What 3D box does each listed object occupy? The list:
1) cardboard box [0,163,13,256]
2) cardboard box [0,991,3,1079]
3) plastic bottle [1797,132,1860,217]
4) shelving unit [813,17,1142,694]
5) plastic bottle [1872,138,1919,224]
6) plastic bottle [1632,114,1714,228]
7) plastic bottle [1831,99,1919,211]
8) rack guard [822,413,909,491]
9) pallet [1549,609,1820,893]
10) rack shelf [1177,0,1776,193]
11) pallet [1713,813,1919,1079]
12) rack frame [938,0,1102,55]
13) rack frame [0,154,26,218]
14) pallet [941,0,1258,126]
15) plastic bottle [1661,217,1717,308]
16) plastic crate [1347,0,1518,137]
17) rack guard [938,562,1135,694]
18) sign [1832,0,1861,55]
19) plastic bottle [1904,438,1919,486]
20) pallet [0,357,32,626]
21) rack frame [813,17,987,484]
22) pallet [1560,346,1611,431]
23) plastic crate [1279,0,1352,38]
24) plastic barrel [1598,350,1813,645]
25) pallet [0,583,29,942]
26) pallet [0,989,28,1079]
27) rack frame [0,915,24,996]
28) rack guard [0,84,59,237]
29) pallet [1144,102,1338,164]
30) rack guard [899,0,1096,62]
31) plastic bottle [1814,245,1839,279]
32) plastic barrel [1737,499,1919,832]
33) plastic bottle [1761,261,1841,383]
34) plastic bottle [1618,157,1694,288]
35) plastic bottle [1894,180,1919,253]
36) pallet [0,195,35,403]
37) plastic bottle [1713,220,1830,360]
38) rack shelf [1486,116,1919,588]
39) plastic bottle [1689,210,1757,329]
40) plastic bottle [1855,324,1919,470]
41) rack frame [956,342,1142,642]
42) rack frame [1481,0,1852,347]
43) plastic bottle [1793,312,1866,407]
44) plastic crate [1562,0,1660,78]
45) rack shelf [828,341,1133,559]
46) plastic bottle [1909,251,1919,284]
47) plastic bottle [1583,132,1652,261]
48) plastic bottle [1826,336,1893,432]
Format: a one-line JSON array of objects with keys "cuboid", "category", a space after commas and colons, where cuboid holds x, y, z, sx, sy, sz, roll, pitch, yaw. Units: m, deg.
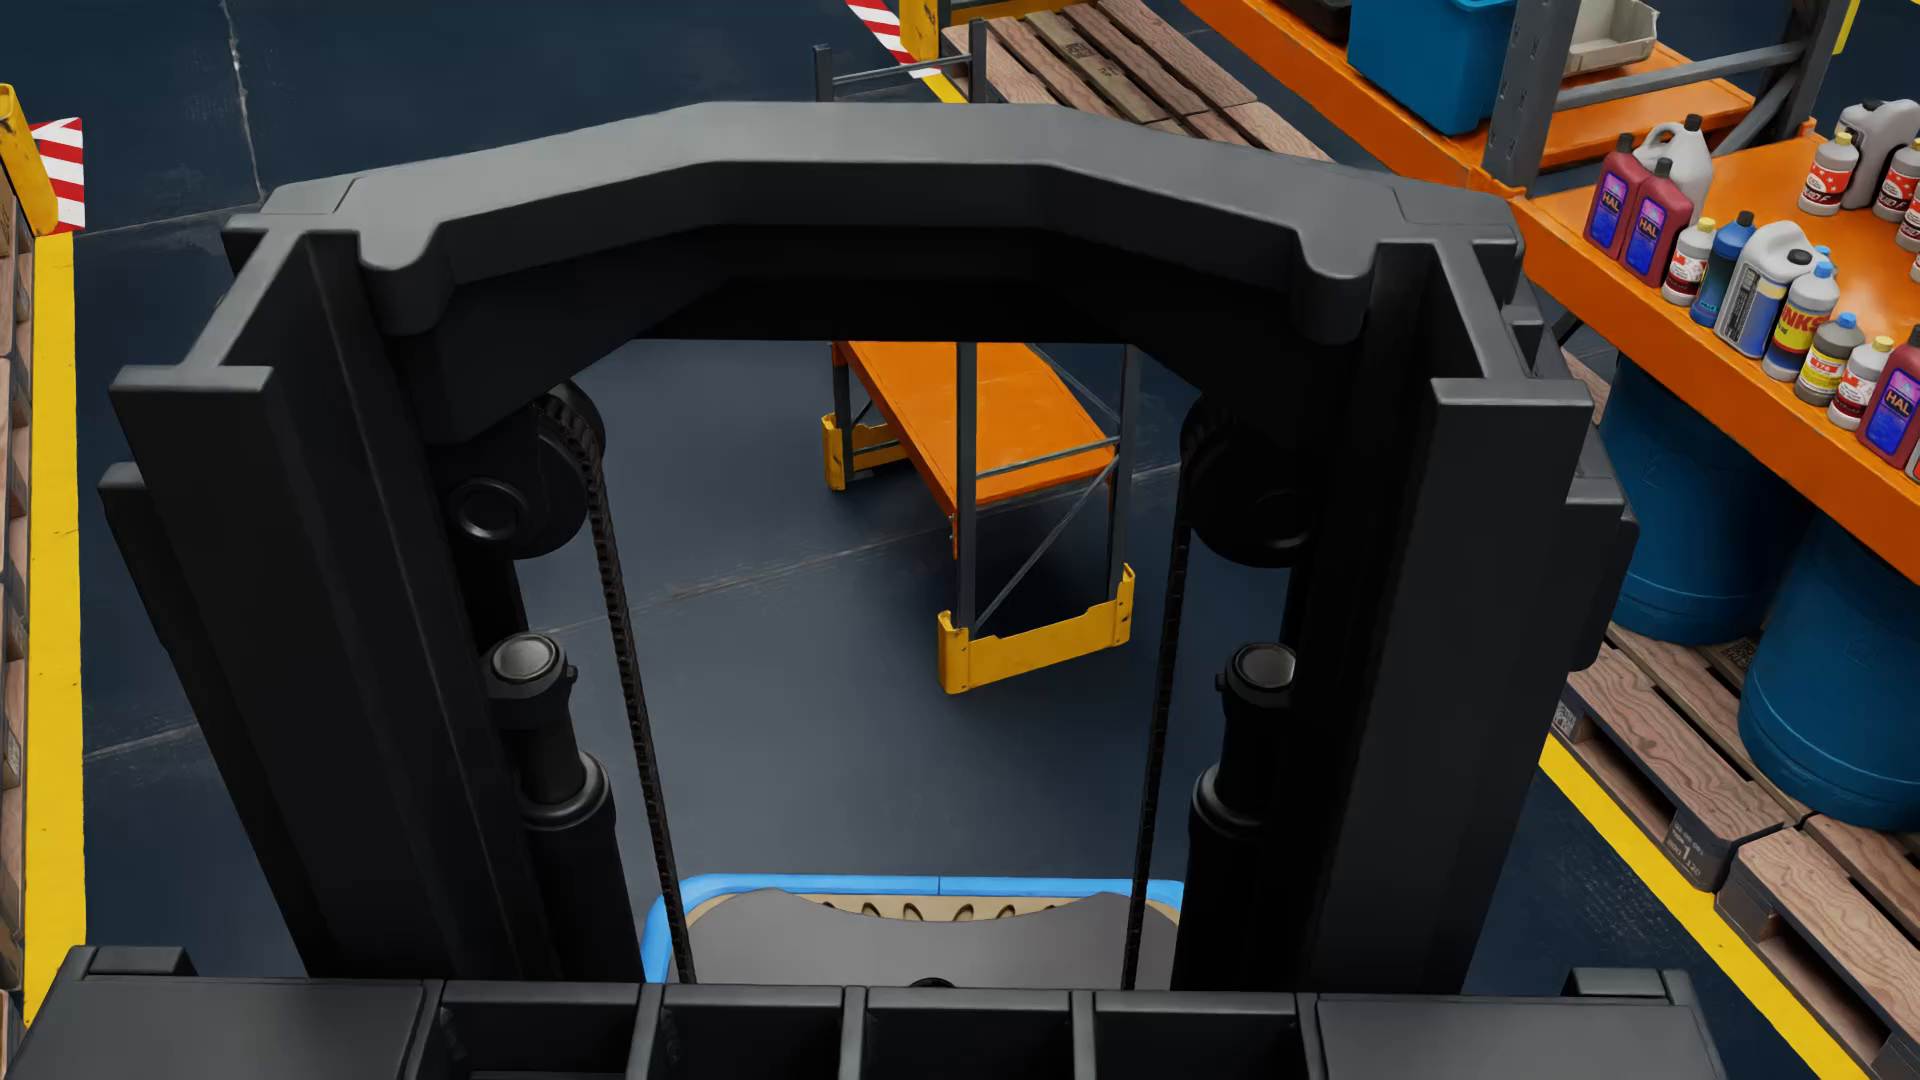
[{"cuboid": [-3.826, -1.328, 6.073, 0.500, 0.500, 0.500, -15, 43, -17], "category": "cardboard box"}, {"cuboid": [-2.278, 1.041, 3.318, 0.500, 0.500, 0.500, -15, 43, -17], "category": "cardboard box"}, {"cuboid": [2.188, -0.925, 4.177, 0.097, 0.201, 0.097, 0, 41, 0], "category": "plastic bottle"}, {"cuboid": [0.029, -0.523, 4.708, 0.587, 1.500, 1.083, -15, 43, -17], "category": "shelving unit"}, {"cuboid": [2.365, -0.904, 4.153, 0.097, 0.201, 0.097, 0, 41, 0], "category": "plastic bottle"}, {"cuboid": [1.697, -0.863, 3.991, 0.144, 0.351, 0.185, -15, 43, -17], "category": "plastic bottle"}, {"cuboid": [2.296, -0.995, 4.202, 0.152, 0.276, 0.135, -15, 43, -17], "category": "plastic bottle"}, {"cuboid": [-0.161, -0.349, 5.464, 0.587, 0.250, 0.087, -15, 43, -17], "category": "rack guard"}, {"cuboid": [2.103, 0.334, 4.700, 1.003, 0.211, 1.213, -15, 43, -17], "category": "pallet"}, {"cuboid": [1.081, -2.131, 5.979, 1.077, 0.370, 4.000, -15, 43, -17], "category": "rack shelf"}, {"cuboid": [2.574, 1.070, 3.844, 1.003, 0.211, 1.213, -15, 43, -17], "category": "pallet"}, {"cuboid": [0.316, -3.609, 7.146, 1.000, 3.000, 0.127, -15, 43, -17], "category": "rack frame"}, {"cuboid": [-4.262, -2.375, 5.711, 1.000, 3.000, 0.127, -15, 43, -17], "category": "rack frame"}, {"cuboid": [0.595, -2.045, 7.466, 1.003, 0.211, 1.213, -15, 43, -17], "category": "pallet"}, {"cuboid": [1.704, -0.651, 3.859, 0.097, 0.201, 0.097, 0, 41, 0], "category": "plastic bottle"}, {"cuboid": [1.352, -1.412, 4.557, 0.392, 0.384, 0.575, -15, 43, -17], "category": "plastic crate"}, {"cuboid": [0.220, 0.251, 4.766, 0.587, 0.250, 0.087, -15, 43, -17], "category": "rack guard"}, {"cuboid": [2.355, -1.440, 4.412, 0.100, 0.325, 0.005, -15, 43, -17], "category": "sign"}, {"cuboid": [2.026, -0.220, 3.301, 0.152, 0.276, 0.135, -15, 43, -17], "category": "plastic bottle"}, {"cuboid": [-3.464, -0.058, 5.156, 1.003, 0.211, 1.213, -15, 43, -17], "category": "pallet"}, {"cuboid": [-0.162, -0.823, 5.057, 0.500, 1.500, 0.032, -15, 43, -17], "category": "rack frame"}, {"cuboid": [1.529, -0.575, 5.757, 1.003, 0.211, 1.213, -15, 43, -17], "category": "pallet"}, {"cuboid": [1.170, -1.725, 5.120, 0.437, 0.125, 0.590, -15, 43, -17], "category": "plastic crate"}, {"cuboid": [2.039, -0.231, 4.505, 0.600, 0.901, 0.708, -15, 43, -17], "category": "plastic barrel"}, {"cuboid": [-2.994, 0.678, 4.300, 1.003, 0.211, 1.213, -15, 43, -17], "category": "pallet"}, {"cuboid": [-2.385, 1.572, 3.260, 1.003, 0.211, 1.213, -15, 43, -17], "category": "pallet"}, {"cuboid": [-2.732, 0.035, 2.909, 1.000, 3.000, 0.127, -15, 43, -17], "category": "rack frame"}, {"cuboid": [-4.233, -1.382, 6.473, 1.175, 0.500, 0.348, -15, 43, -17], "category": "rack guard"}, {"cuboid": [1.058, -1.311, 6.613, 1.003, 0.211, 1.213, -15, 43, -17], "category": "pallet"}, {"cuboid": [0.295, -2.672, 7.974, 1.175, 0.500, 0.348, -15, 43, -17], "category": "rack guard"}, {"cuboid": [1.919, -0.572, 3.767, 0.097, 0.201, 0.097, 0, 41, 0], "category": "plastic bottle"}, {"cuboid": [2.310, 0.196, 4.009, 0.600, 0.901, 0.708, -15, 43, -17], "category": "plastic barrel"}, {"cuboid": [1.830, -0.479, 3.605, 0.097, 0.271, 0.097, 0, 41, 0], "category": "plastic bottle"}, {"cuboid": [1.643, -0.747, 3.908, 0.061, 0.283, 0.133, -15, 43, -17], "category": "plastic bottle"}, {"cuboid": [2.360, -0.808, 4.042, 0.097, 0.201, 0.097, 0, 41, 0], "category": "plastic bottle"}, {"cuboid": [-3.927, -0.792, 6.009, 1.003, 0.211, 1.213, -15, 43, -17], "category": "pallet"}, {"cuboid": [1.811, -0.558, 3.693, 0.152, 0.276, 0.135, -15, 43, -17], "category": "plastic bottle"}, {"cuboid": [2.611, 0.279, 3.177, 1.077, 0.370, 4.000, -15, 43, -17], "category": "rack shelf"}, {"cuboid": [1.742, -0.619, 3.768, 0.097, 0.271, 0.097, 0, 41, 0], "category": "plastic bottle"}, {"cuboid": [1.932, -0.292, 3.379, 0.061, 0.283, 0.133, -15, 43, -17], "category": "plastic bottle"}, {"cuboid": [0.227, -0.211, 4.345, 0.500, 1.500, 0.032, -15, 43, -17], "category": "rack frame"}, {"cuboid": [1.846, -1.199, 4.344, 1.000, 3.000, 0.127, -15, 43, -17], "category": "rack frame"}, {"cuboid": [1.868, -0.394, 3.560, 0.097, 0.201, 0.097, 0, 41, 0], "category": "plastic bottle"}, {"cuboid": [1.800, -1.438, 4.778, 0.396, 0.136, 0.243, -15, 43, -17], "category": "plastic crate"}, {"cuboid": [0.033, -0.381, 4.819, 0.538, 0.185, 1.000, -15, 43, -17], "category": "rack shelf"}, {"cuboid": [2.327, -0.704, 3.921, 0.097, 0.201, 0.097, 0, 41, 0], "category": "plastic bottle"}, {"cuboid": [1.592, -0.827, 4.001, 0.061, 0.283, 0.133, -15, 43, -17], "category": "plastic bottle"}, {"cuboid": [1.905, -0.335, 3.492, 0.097, 0.201, 0.097, 0, 41, 0], "category": "plastic bottle"}]
